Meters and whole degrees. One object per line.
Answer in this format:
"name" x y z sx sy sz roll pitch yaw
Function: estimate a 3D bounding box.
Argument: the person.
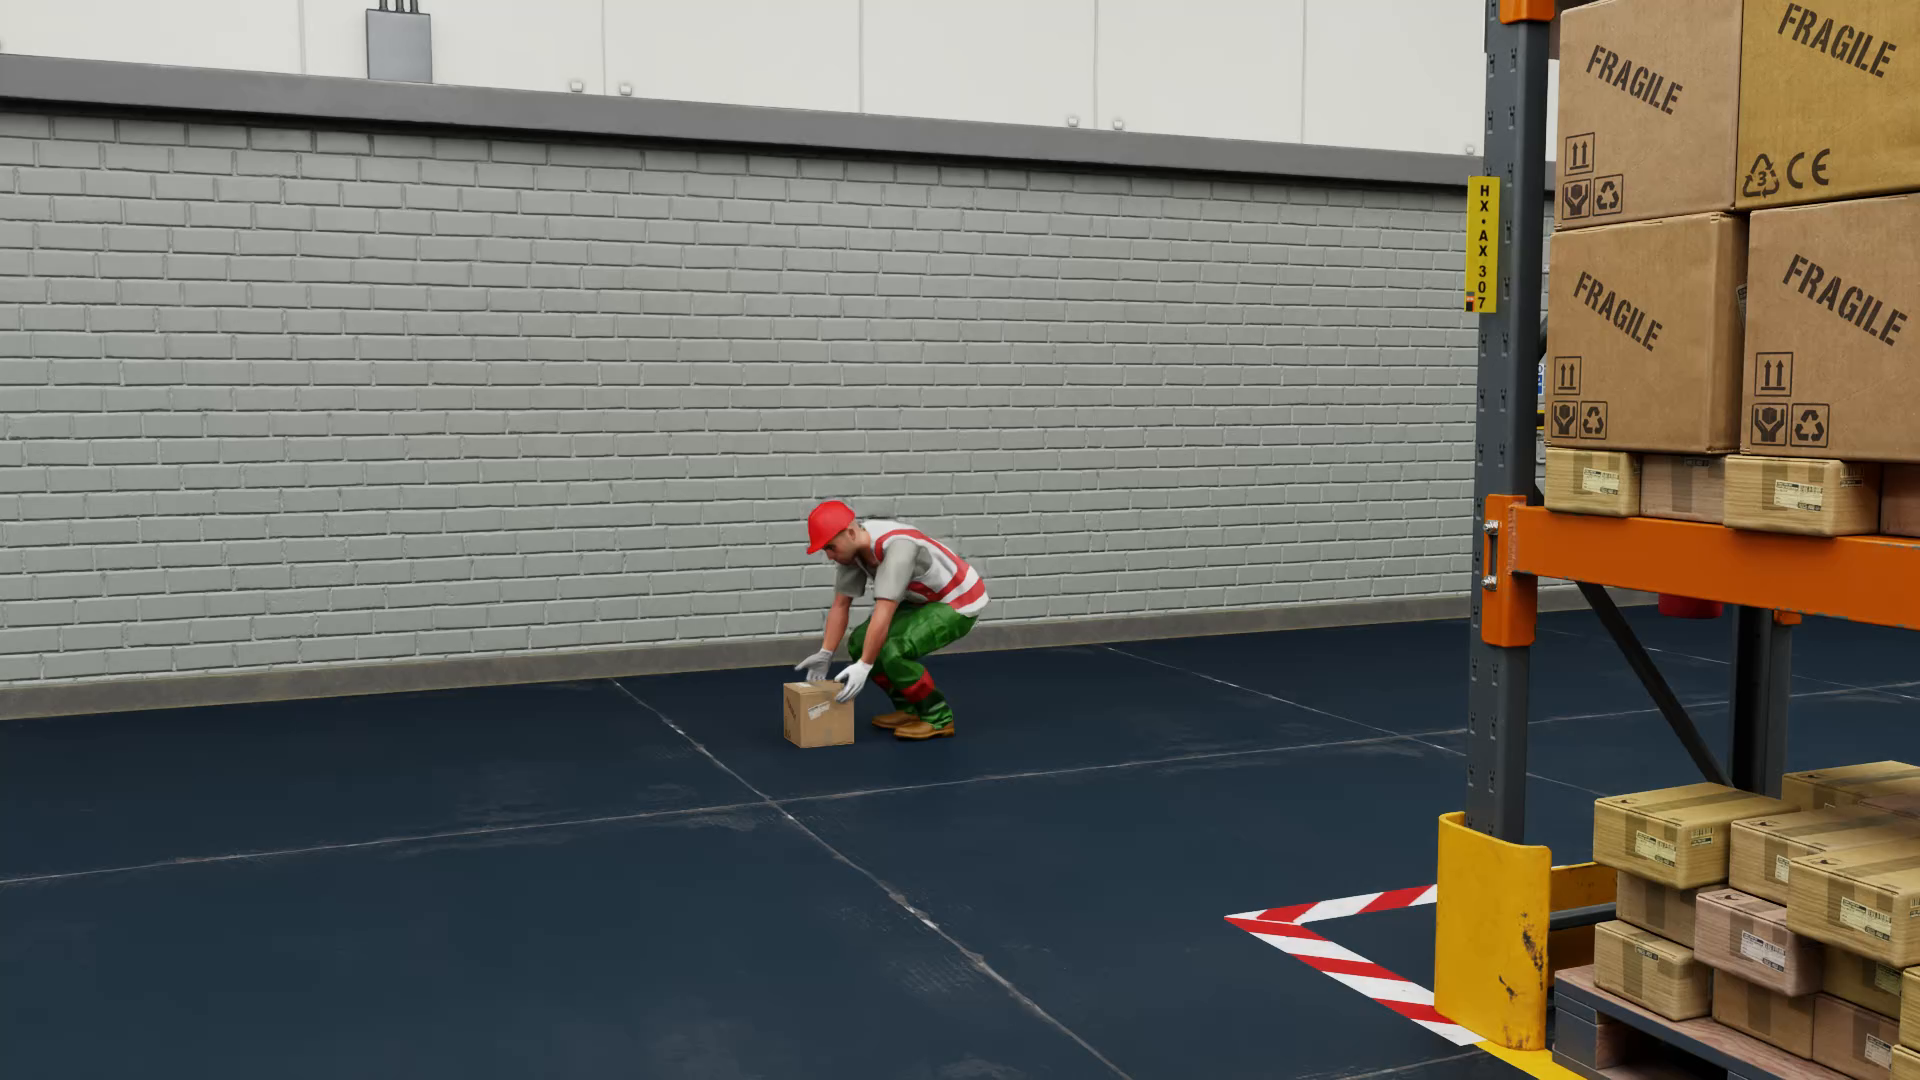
"person" -0.287 0.354 7.547 0.866 1.091 0.579 -2 6 -24
